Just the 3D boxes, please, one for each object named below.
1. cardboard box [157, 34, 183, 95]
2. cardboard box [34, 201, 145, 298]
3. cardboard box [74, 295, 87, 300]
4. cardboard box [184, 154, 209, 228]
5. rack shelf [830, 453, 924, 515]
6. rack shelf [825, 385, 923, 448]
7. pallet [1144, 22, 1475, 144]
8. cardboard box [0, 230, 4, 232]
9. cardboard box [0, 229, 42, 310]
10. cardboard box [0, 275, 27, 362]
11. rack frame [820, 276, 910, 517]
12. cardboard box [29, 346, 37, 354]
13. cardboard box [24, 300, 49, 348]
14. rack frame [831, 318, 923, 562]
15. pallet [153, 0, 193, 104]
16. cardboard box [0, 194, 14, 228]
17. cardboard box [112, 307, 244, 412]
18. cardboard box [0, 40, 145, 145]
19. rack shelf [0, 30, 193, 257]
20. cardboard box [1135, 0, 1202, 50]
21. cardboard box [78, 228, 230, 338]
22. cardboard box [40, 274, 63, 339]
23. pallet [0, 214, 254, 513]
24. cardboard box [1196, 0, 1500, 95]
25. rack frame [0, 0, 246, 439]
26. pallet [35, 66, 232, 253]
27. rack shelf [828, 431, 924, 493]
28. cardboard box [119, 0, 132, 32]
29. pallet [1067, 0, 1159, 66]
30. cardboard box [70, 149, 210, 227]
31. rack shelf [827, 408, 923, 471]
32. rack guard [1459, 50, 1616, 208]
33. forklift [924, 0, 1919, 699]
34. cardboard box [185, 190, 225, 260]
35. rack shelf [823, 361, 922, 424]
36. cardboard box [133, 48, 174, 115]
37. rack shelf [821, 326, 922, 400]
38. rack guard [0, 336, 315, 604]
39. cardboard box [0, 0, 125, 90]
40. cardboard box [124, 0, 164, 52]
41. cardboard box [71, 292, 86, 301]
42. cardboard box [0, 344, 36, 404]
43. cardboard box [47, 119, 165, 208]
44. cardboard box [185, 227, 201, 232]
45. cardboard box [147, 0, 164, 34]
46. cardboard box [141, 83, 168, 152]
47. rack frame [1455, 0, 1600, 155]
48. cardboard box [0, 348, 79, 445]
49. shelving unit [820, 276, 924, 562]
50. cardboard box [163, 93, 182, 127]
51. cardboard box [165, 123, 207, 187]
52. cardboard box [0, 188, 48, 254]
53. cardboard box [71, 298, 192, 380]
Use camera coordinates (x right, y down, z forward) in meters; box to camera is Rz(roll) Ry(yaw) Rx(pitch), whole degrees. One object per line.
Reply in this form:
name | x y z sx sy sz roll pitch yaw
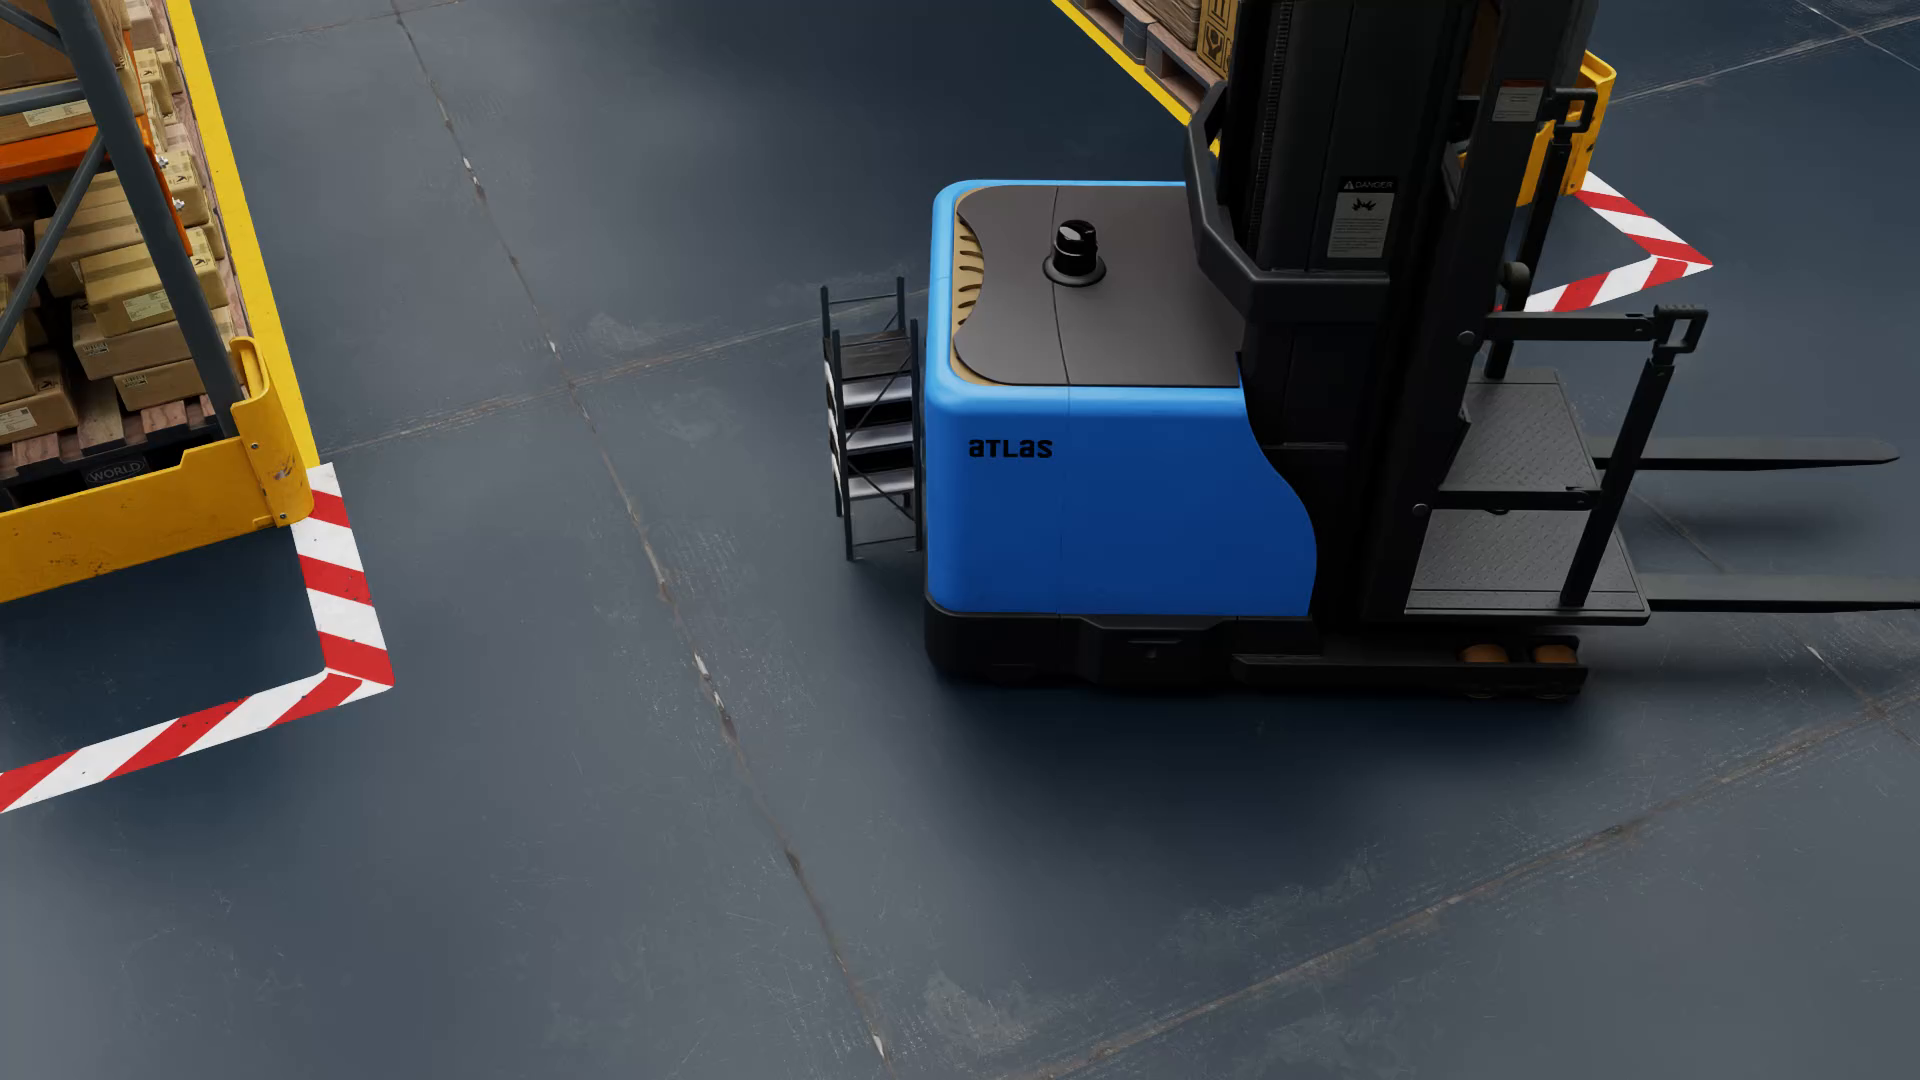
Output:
cardboard box | -3.401 -1.906 6.777 0.380 0.149 0.250 -18 47 -17
cardboard box | -2.766 -0.952 5.387 0.380 0.149 0.250 -17 47 -17
cardboard box | -2.743 -0.737 5.592 0.380 0.149 0.250 -18 47 -18
cardboard box | -2.873 -1.198 5.848 0.380 0.149 0.250 -17 47 -16
rack shelf | -0.256 -0.191 5.106 0.258 0.077 0.200 -9 45 -9
rack shelf | -0.256 -0.383 4.917 0.258 0.077 0.200 -9 45 -9
pallet | 1.507 -1.926 7.051 1.003 0.211 1.213 -18 47 -17
cardboard box | -3.330 -0.855 5.500 0.380 0.149 0.250 -20 48 -19
cardboard box | -3.135 -0.818 5.250 0.380 0.149 0.250 -17 47 -17
cardboard box | -3.081 -0.641 5.071 0.380 0.149 0.250 -18 47 -17
rack frame | -0.278 -0.412 5.027 0.240 0.900 0.006 -9 45 -9
cardboard box | -3.239 -0.574 5.427 0.380 0.149 0.250 -17 47 -16
cardboard box | -3.171 -0.707 5.350 0.380 0.149 0.250 -19 48 -18
rack frame | -0.235 -0.273 4.886 0.240 0.900 0.006 -9 45 -9
pallet | -3.996 -2.170 7.299 1.003 0.211 1.213 -18 47 -17
cardboard box | -3.410 -1.129 5.566 0.380 0.149 0.250 -20 48 -19
cardboard box | -2.559 -0.595 5.448 0.380 0.149 0.250 -17 47 -17
cardboard box | -2.468 -1.245 4.555 0.380 0.149 0.250 -18 48 -18
rack shelf | -3.470 -2.050 5.704 1.077 0.370 4.000 -18 47 -17
cardboard box | 1.190 -2.789 7.155 0.875 0.875 0.875 -18 47 -17
cardboard box | -2.541 -0.812 5.245 0.380 0.149 0.250 -20 48 -19
cardboard box | -3.272 -0.768 5.623 0.380 0.149 0.250 -18 47 -18
pallet | -2.970 -0.616 5.724 1.003 0.211 1.213 -18 47 -17
cardboard box | 1.572 -2.209 6.567 0.875 0.875 0.875 -18 47 -17
rack frame | -2.629 -1.032 4.160 1.000 3.000 0.127 -18 47 -17
pallet | -3.479 -1.392 6.510 1.003 0.211 1.213 -18 47 -17
rack shelf | -0.256 -0.255 5.043 0.258 0.077 0.200 -9 45 -9
cardboard box | -2.677 -1.583 4.897 0.380 0.149 0.250 -19 48 -19
pallet | 0.998 -2.702 7.838 1.003 0.211 1.213 -18 47 -17
cardboard box | -2.756 -1.151 5.588 0.380 0.149 0.250 -18 47 -18
rack shelf | -0.256 -0.319 4.980 0.258 0.077 0.200 -9 45 -9
rack guard | 1.924 -1.527 6.442 1.175 0.500 0.348 -18 47 -17
forklift | 1.419 -0.965 4.141 3.031 2.935 1.130 1 45 1
cardboard box | -2.862 -1.089 5.949 0.380 0.149 0.250 -17 47 -17
rack shelf | -0.256 -0.447 4.853 0.258 0.077 0.200 -9 45 -9
cardboard box | -3.112 -1.645 6.089 0.380 0.149 0.250 -17 47 -17
rack shelf | -0.256 -0.511 4.790 0.258 0.077 0.200 -9 45 -9
rack guard | -2.661 -0.190 5.087 1.175 0.500 0.348 -18 47 -17
cardboard box | -2.567 -1.541 4.393 0.500 0.500 0.500 -16 47 -16
cardboard box | -3.310 -1.968 6.416 0.380 0.149 0.250 -20 48 -19
cardboard box | -2.854 -0.894 5.751 0.380 0.149 0.250 -18 47 -17
cardboard box | -3.110 -0.524 5.165 0.380 0.149 0.250 -19 48 -18
cardboard box | -2.935 -1.284 5.723 0.380 0.149 0.250 -20 48 -19
cardboard box | -2.680 -0.873 5.518 0.380 0.149 0.250 -18 47 -18
cardboard box | -3.634 -2.226 7.102 0.380 0.149 0.250 -20 48 -19
cardboard box | -3.043 -1.464 5.905 0.380 0.149 0.250 -16 47 -16
rack frame | 1.914 -2.432 5.579 1.000 3.000 0.127 -18 47 -17
cardboard box | -3.039 -0.440 5.291 0.380 0.149 0.250 -17 47 -17
shelving unit | -0.256 -0.343 4.956 0.258 0.900 0.210 -9 45 -9
cardboard box | -3.221 -1.577 6.443 0.380 0.149 0.250 -18 47 -17
cardboard box | -3.081 -1.408 6.272 0.380 0.149 0.250 -20 48 -19
cardboard box | -3.349 -1.057 5.704 0.380 0.149 0.250 -19 48 -18
cardboard box | -2.616 -0.682 5.324 0.380 0.149 0.250 -16 47 -16
